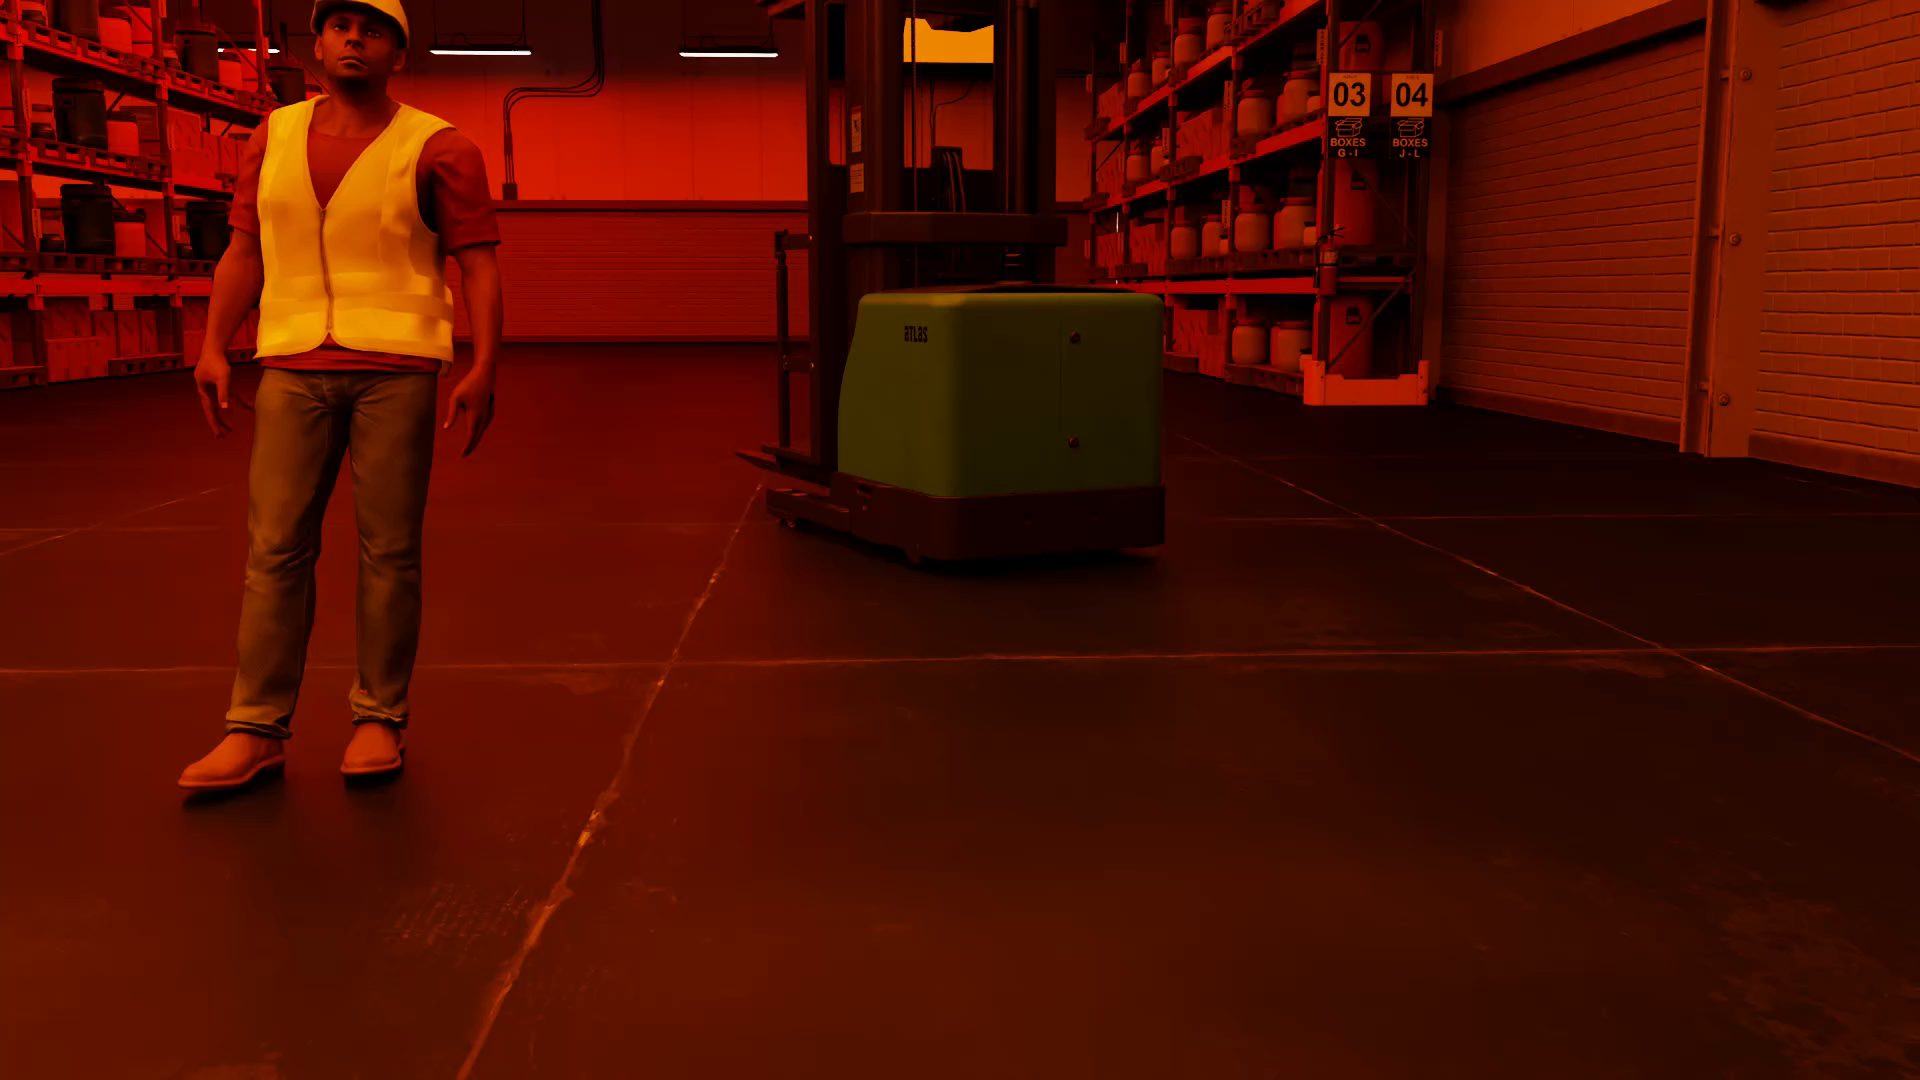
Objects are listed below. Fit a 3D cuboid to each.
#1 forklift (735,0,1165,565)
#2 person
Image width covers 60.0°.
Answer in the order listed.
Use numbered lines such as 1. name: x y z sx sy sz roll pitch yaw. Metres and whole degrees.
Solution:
1. forklift: -0.264 -1.530 7.637 1.130 2.935 3.031 -4 9 -25
2. person: -1.366 -0.360 3.672 0.665 1.769 0.574 0 8 0
